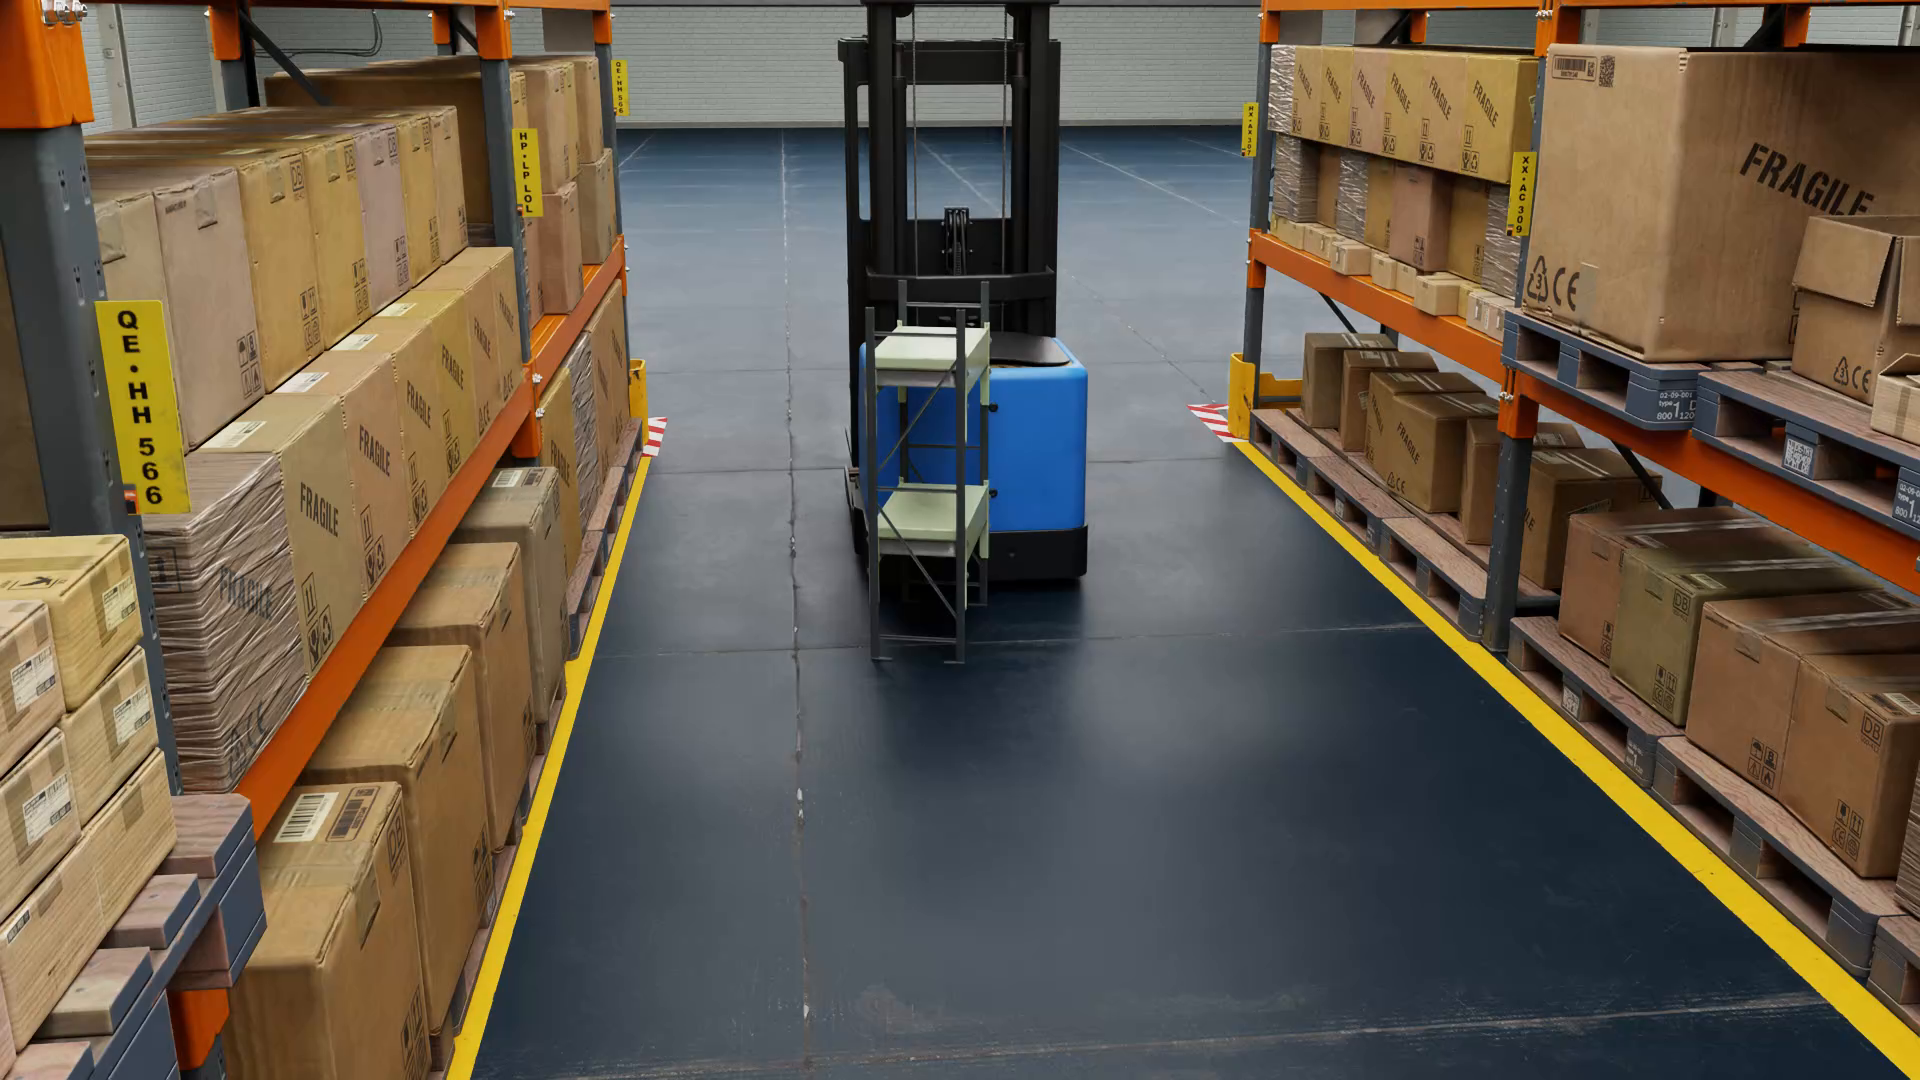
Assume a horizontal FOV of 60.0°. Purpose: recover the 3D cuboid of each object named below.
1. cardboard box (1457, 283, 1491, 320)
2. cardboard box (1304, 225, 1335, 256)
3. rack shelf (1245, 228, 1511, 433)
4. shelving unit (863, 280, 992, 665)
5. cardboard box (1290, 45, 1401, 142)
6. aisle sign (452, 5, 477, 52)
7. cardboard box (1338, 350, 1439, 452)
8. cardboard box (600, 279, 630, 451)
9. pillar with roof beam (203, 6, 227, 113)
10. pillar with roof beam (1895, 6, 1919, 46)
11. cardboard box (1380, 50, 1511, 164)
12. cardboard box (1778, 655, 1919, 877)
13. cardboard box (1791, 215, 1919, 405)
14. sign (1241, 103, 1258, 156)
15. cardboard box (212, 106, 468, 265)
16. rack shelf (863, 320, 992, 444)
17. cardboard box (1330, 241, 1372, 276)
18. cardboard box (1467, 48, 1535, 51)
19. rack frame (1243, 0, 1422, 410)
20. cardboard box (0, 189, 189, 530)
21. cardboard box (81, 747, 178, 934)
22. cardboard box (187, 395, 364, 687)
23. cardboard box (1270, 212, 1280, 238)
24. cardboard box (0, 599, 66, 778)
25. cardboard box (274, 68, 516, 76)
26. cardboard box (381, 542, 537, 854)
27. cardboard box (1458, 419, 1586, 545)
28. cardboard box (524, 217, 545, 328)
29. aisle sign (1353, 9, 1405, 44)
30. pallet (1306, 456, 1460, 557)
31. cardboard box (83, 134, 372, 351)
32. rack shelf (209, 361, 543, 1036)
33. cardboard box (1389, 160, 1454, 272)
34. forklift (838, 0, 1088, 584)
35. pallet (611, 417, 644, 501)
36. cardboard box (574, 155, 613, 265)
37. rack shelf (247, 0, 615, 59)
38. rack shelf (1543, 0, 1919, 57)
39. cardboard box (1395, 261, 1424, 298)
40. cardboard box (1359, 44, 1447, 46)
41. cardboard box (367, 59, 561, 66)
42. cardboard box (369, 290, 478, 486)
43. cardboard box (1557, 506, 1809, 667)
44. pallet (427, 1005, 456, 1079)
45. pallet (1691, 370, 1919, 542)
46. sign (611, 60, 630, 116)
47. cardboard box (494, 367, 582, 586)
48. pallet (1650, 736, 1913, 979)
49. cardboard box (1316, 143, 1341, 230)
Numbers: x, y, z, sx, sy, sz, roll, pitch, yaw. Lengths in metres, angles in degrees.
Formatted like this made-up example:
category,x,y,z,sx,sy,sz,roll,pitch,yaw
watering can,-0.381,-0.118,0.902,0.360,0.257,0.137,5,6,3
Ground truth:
category,x,y,z,sx,sy,sz,roll,pitch,yaw
cardboard box,2.470,-1.062,7.473,0.380,0.149,0.250,-2,18,-6
cardboard box,2.211,-1.732,9.605,0.380,0.149,0.250,-2,18,-6
rack shelf,2.561,-1.229,8.784,1.077,0.370,4.000,-2,18,-6
shelving unit,-0.125,-0.309,7.157,0.431,1.500,0.755,3,18,8
cardboard box,2.185,-2.513,9.341,0.500,0.500,0.500,-2,18,-6
aisle sign,-2.895,-3.297,9.831,0.394,0.787,0.004,-2,18,-6
cardboard box,2.498,-0.812,9.728,0.500,0.500,0.500,3,18,9
cardboard box,-2.454,-1.031,9.801,0.875,0.875,0.875,-2,18,-5
pillar with roof beam,-12.077,-13.405,36.353,9.100,9.000,0.400,-2,18,-6
pillar with roof beam,11.929,-10.537,27.217,9.100,9.000,0.400,-2,18,-6
cardboard box,2.343,-2.066,7.918,0.500,0.500,0.500,-2,18,-6
cardboard box,2.955,0.666,4.987,0.700,0.500,0.500,0,17,-1
cardboard box,3.038,-0.712,5.064,0.797,0.503,0.637,0,17,0
sign,1.815,-2.564,10.391,0.100,0.325,0.005,-2,18,-6
cardboard box,-2.120,-1.230,5.751,0.700,0.500,0.500,-2,18,-7
rack shelf,-0.125,-0.681,7.040,0.431,0.370,0.720,3,18,8
cardboard box,2.205,-1.506,8.885,0.380,0.149,0.250,-2,18,-6
cardboard box,2.807,-2.231,8.444,0.500,0.500,0.500,-2,18,-6
rack frame,2.354,-2.168,10.575,1.000,3.000,0.127,-2,18,-6
cardboard box,-1.801,-0.320,2.853,0.700,0.500,0.500,-2,18,-6
cardboard box,-1.256,0.391,2.142,0.380,0.149,0.250,-1,17,-5
cardboard box,-1.598,-0.002,3.510,0.500,0.500,0.500,-2,18,-6
cardboard box,2.147,-1.956,10.318,0.380,0.149,0.250,-2,18,-6
cardboard box,-1.234,0.181,1.817,0.380,0.149,0.250,-2,18,-6
cardboard box,-2.353,-1.711,7.066,0.875,0.550,0.550,-2,18,-6
cardboard box,-1.928,0.490,5.164,1.050,0.750,0.750,-2,18,-6
cardboard box,2.699,-0.275,8.016,0.500,0.500,0.500,4,18,12
cardboard box,-2.306,-1.197,7.233,0.875,0.550,0.550,-2,18,-6
aisle sign,2.646,-3.436,10.273,0.394,0.787,0.004,-2,18,-6
pallet,2.533,-0.209,8.991,1.003,0.211,1.213,-2,18,-6
cardboard box,-1.963,-0.776,4.304,0.700,0.500,0.500,-2,18,-6
rack shelf,-1.971,0.086,4.596,1.077,0.370,4.000,-2,18,-6
cardboard box,2.614,-1.598,8.095,0.875,0.500,0.500,-2,18,-6
forklift,-0.068,-1.586,8.836,1.130,2.935,3.031,-2,18,-6
pallet,-2.429,-0.478,9.849,1.003,0.211,1.213,-2,18,-6
cardboard box,-2.428,-1.844,9.292,0.875,0.550,0.550,-2,18,-6
rack shelf,-2.383,-2.537,7.943,1.077,0.370,4.000,-2,18,-6
rack shelf,2.973,-1.468,4.539,1.077,0.370,4.000,-2,18,-6
cardboard box,2.373,-1.285,8.182,0.380,0.149,0.250,-2,18,-6
cardboard box,2.657,-2.678,9.868,0.500,0.500,0.500,-2,18,-6
cardboard box,-2.519,-2.188,8.585,0.875,0.550,0.550,-2,18,-6
cardboard box,-1.753,-0.452,4.943,0.500,0.500,0.500,-2,17,-5
cardboard box,2.809,0.190,6.502,0.700,0.500,0.500,-3,18,-10
pallet,-1.771,1.432,3.764,1.003,0.211,1.213,-2,18,-6
pallet,2.934,-0.281,4.886,1.003,0.211,1.213,-2,18,-6
sign,-2.049,-2.723,10.014,0.100,0.325,0.005,-2,18,-6
cardboard box,-2.172,-0.229,7.245,0.875,0.875,0.875,-2,17,-5
pallet,2.978,0.950,5.297,1.003,0.211,1.213,-2,18,-6
cardboard box,2.555,-2.048,9.528,0.875,0.500,0.500,-2,18,-6
